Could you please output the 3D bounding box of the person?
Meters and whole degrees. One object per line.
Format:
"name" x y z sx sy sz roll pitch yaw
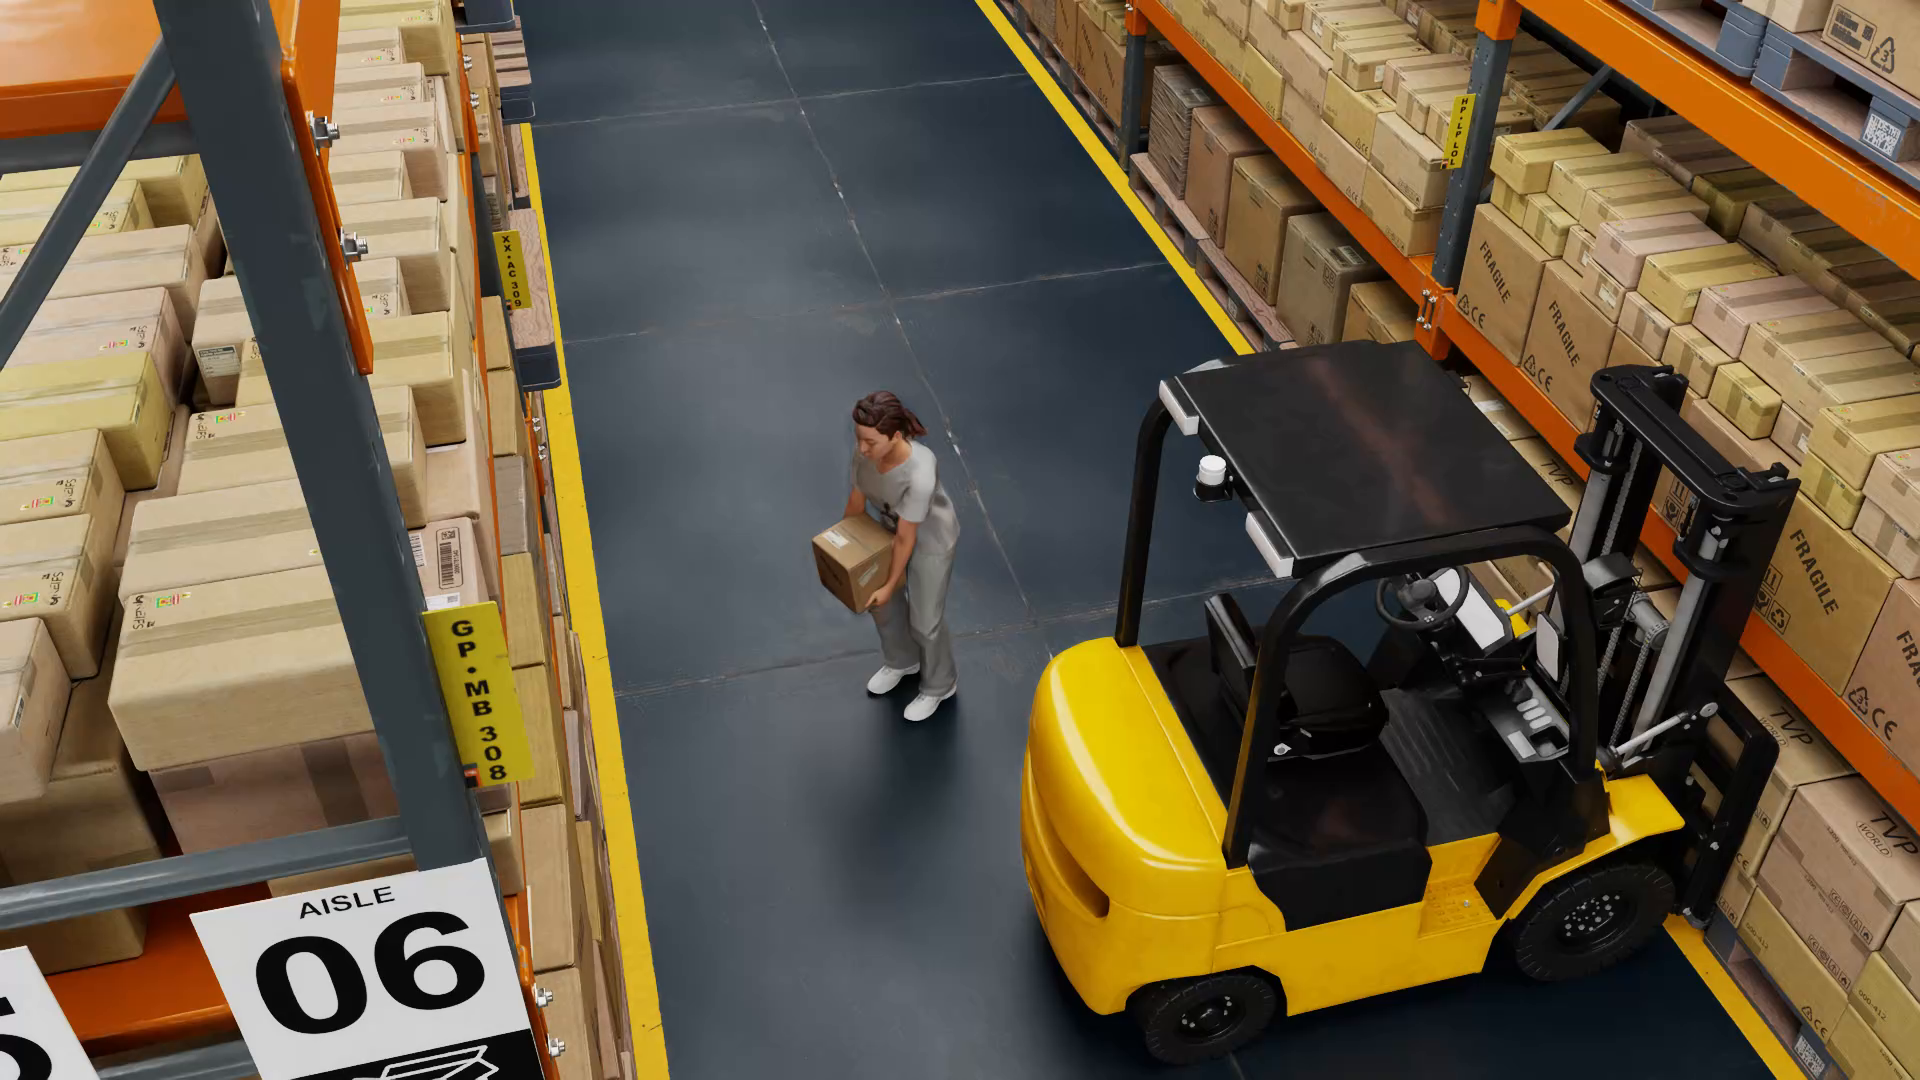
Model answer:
"person" -0.253 0.062 6.677 0.417 1.630 0.545 32 48 34
